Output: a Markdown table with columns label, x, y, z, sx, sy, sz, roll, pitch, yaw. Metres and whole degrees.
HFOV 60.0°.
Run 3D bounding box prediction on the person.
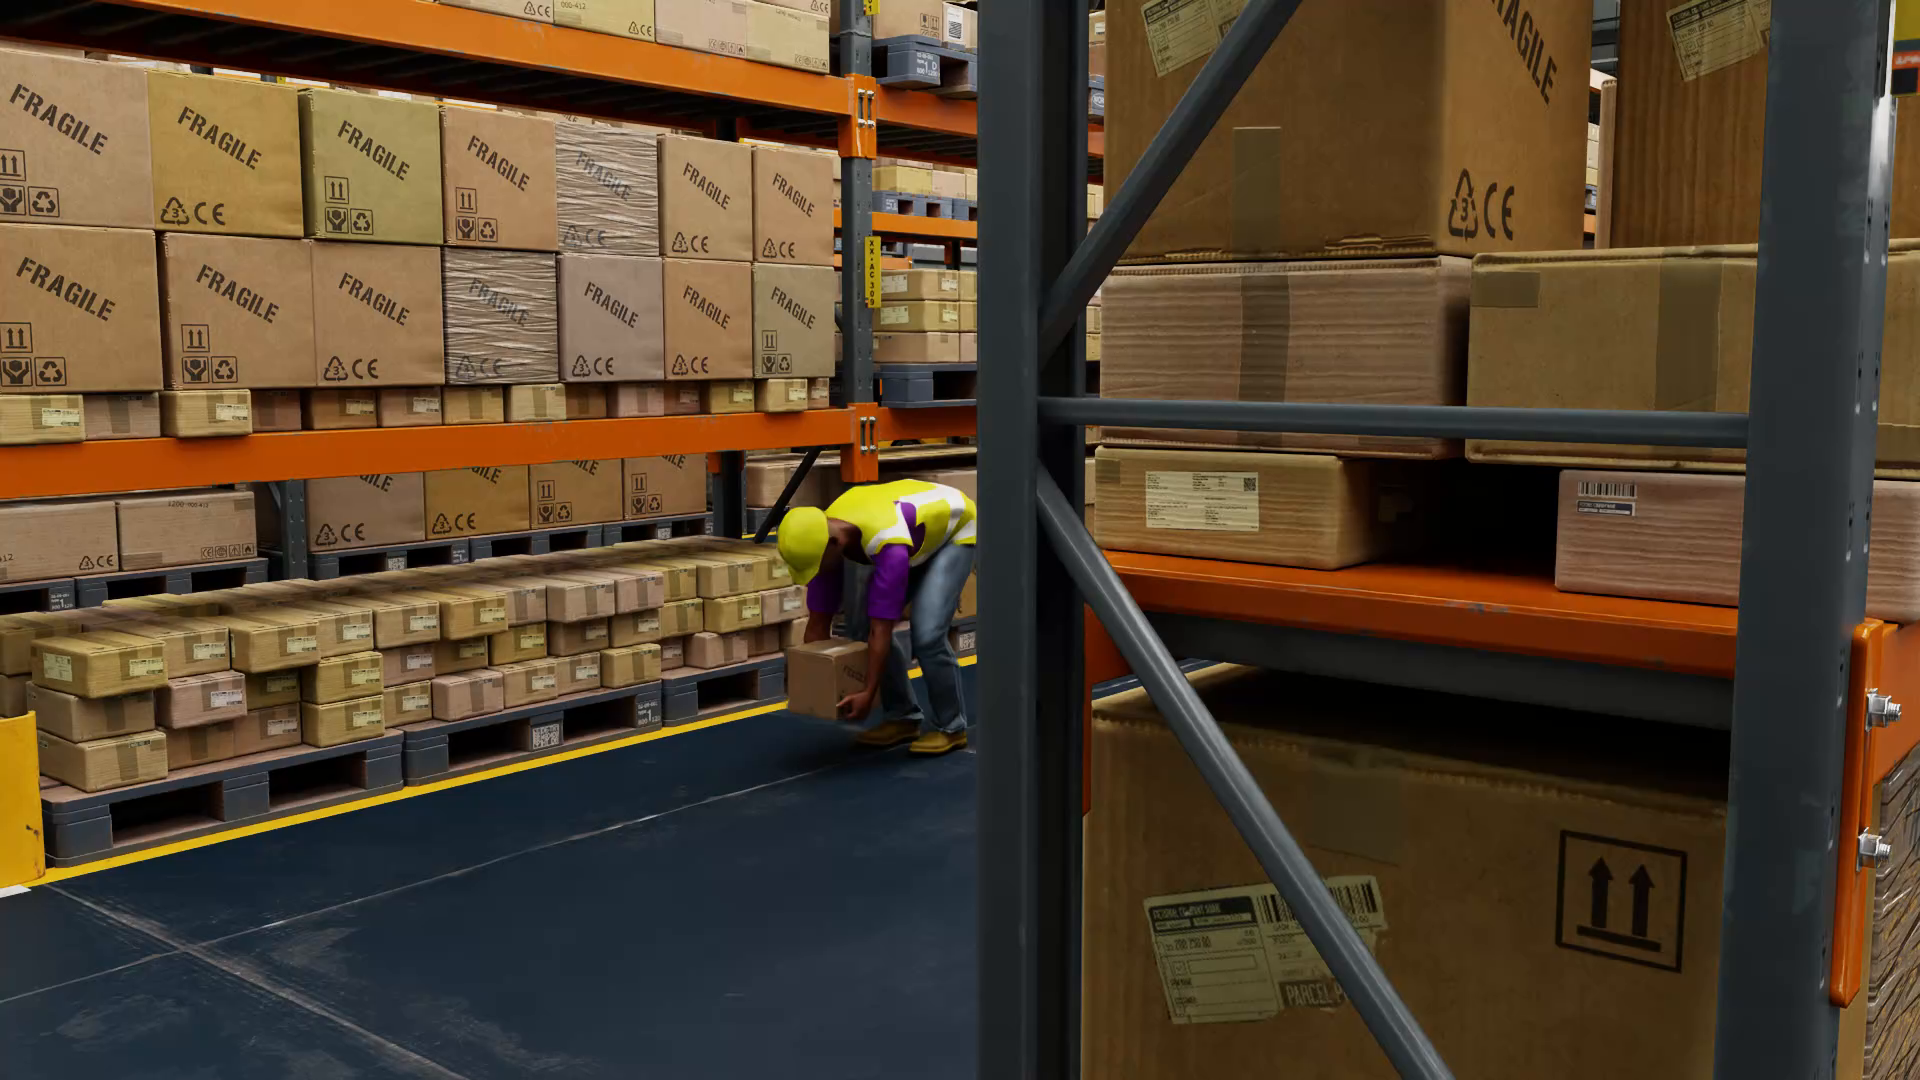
| label | x | y | z | sx | sy | sz | roll | pitch | yaw |
| --- | --- | --- | --- | --- | --- | --- | --- | --- | --- |
| person | -0.311 | 0.312 | 6.459 | 0.481 | 1.064 | 0.982 | 6 | 9 | 43 |
